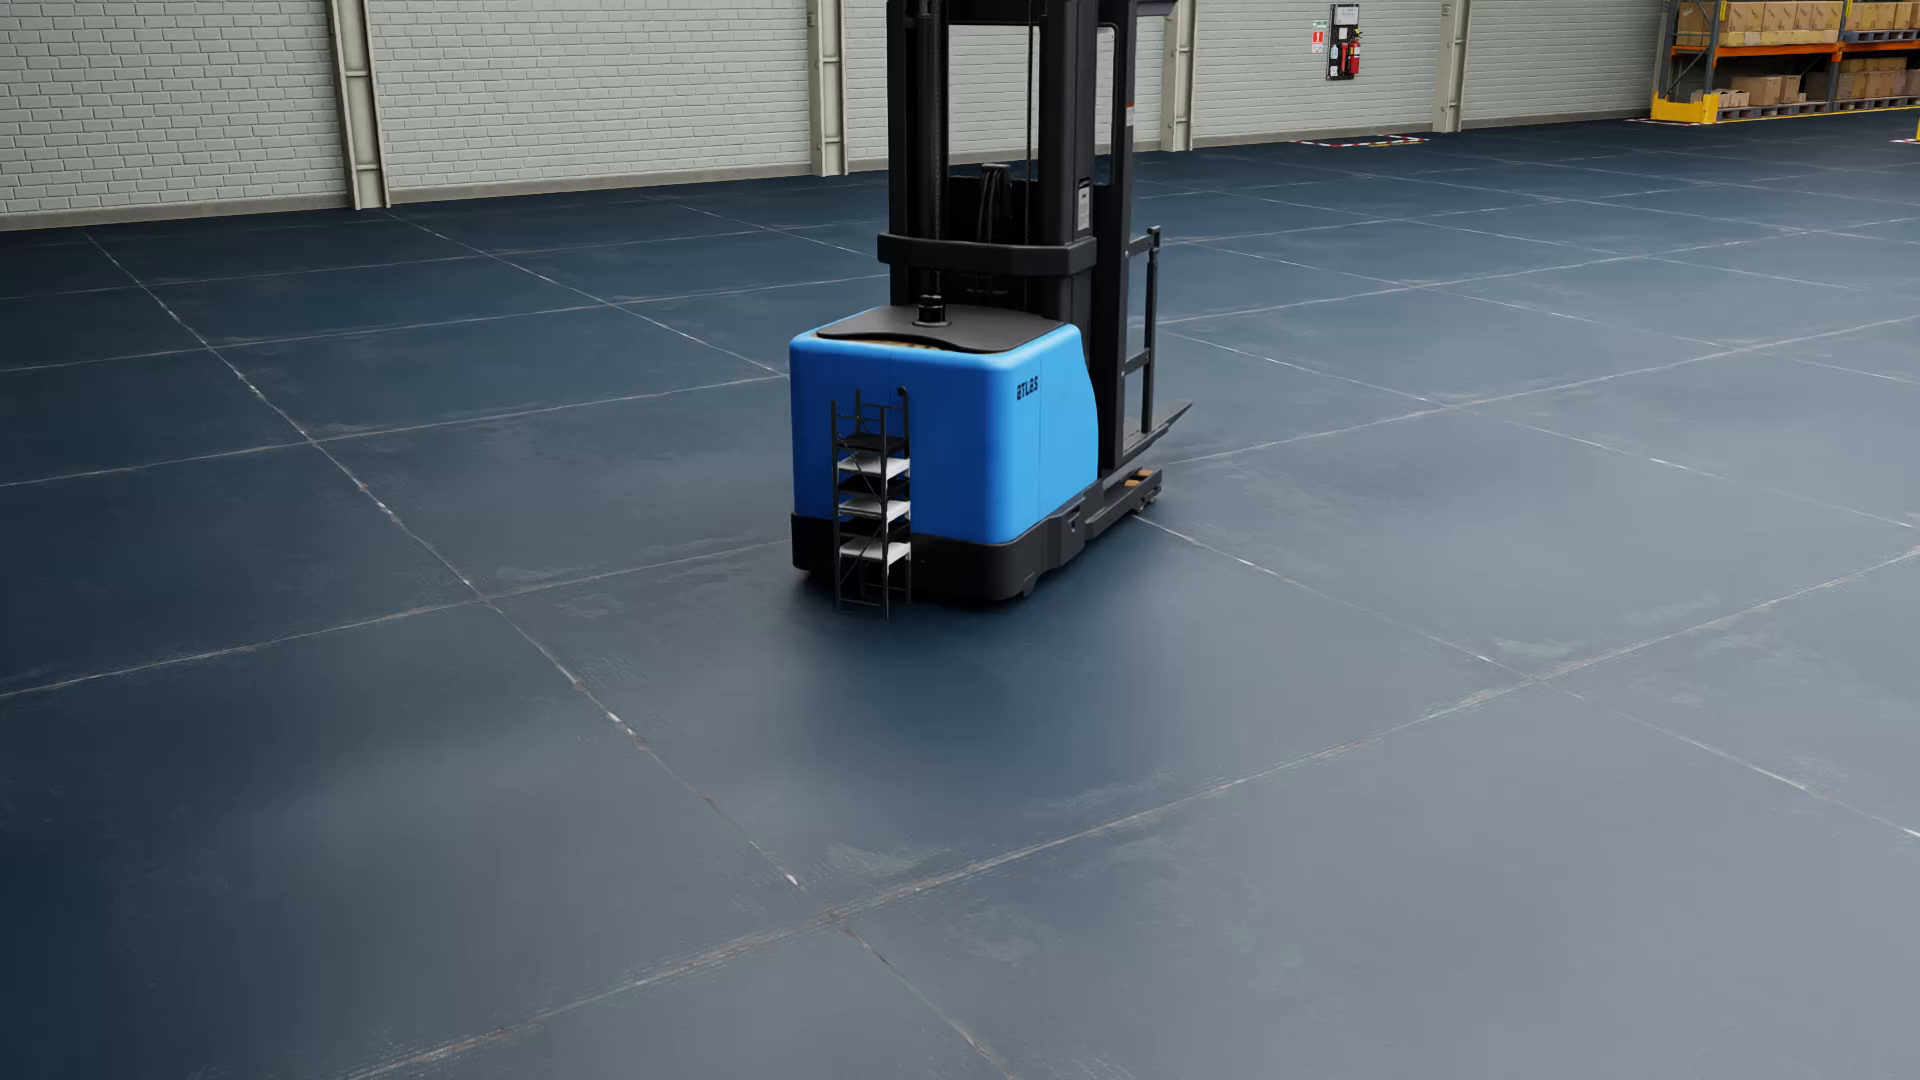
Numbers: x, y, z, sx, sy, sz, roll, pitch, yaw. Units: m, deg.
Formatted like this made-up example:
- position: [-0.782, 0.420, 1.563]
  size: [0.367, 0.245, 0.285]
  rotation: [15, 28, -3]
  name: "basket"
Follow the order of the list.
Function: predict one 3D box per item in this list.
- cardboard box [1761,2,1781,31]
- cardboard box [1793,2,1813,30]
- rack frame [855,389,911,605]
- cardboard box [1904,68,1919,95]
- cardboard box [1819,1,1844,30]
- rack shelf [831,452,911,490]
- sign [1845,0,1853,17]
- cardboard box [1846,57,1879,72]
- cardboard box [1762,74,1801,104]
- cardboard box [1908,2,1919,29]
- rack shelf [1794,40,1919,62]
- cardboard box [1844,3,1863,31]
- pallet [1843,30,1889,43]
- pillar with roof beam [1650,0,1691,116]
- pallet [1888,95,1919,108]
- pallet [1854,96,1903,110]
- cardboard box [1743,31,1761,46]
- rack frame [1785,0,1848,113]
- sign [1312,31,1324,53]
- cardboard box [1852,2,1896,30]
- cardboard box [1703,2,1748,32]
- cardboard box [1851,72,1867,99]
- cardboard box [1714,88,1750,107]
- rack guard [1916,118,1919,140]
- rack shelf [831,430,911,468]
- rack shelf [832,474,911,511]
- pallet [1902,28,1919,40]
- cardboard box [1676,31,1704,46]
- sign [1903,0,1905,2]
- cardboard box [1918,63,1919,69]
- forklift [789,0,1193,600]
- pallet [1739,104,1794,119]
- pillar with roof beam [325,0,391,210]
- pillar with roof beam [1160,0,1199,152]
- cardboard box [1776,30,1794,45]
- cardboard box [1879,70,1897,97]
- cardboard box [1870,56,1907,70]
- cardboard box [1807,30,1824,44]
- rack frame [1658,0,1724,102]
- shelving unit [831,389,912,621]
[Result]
- position: [14.608, -9.570, 30.401]
  size: [0.500, 0.500, 0.500]
  rotation: [-13, 22, -33]
  name: "cardboard box"
- position: [15.466, -9.756, 30.951]
  size: [0.500, 0.500, 0.500]
  rotation: [-13, 22, -33]
  name: "cardboard box"
- position: [-0.315, -0.172, 6.848]
  size: [0.240, 0.900, 0.006]
  rotation: [9, 21, 24]
  name: "rack frame"
- position: [19.300, -9.392, 34.057]
  size: [0.500, 0.500, 0.700]
  rotation: [-12, 22, -31]
  name: "cardboard box"
- position: [16.307, -9.931, 31.470]
  size: [0.500, 0.500, 0.500]
  rotation: [-12, 22, -32]
  name: "cardboard box"
- position: [-0.358, -0.281, 6.714]
  size: [0.258, 0.077, 0.200]
  rotation: [9, 21, 24]
  name: "rack shelf"
- position: [16.836, -10.070, 31.496]
  size: [0.005, 0.325, 0.100]
  rotation: [-12, 22, -31]
  name: "sign"
- position: [17.935, -9.488, 33.173]
  size: [0.500, 0.250, 0.500]
  rotation: [-13, 22, -33]
  name: "cardboard box"
- position: [15.687, -8.634, 31.817]
  size: [0.500, 0.500, 0.500]
  rotation: [-14, 23, -35]
  name: "cardboard box"
- position: [19.033, -10.573, 33.492]
  size: [0.500, 0.500, 0.700]
  rotation: [-14, 23, -36]
  name: "cardboard box"
- position: [18.202, -9.815, 33.217]
  size: [4.000, 0.370, 1.077]
  rotation: [-12, 22, -31]
  name: "rack shelf"
- position: [16.975, -10.140, 32.212]
  size: [0.500, 0.500, 0.700]
  rotation: [-12, 22, -31]
  name: "cardboard box"
- position: [17.250, -9.809, 32.374]
  size: [1.213, 0.211, 1.003]
  rotation: [-12, 22, -31]
  name: "pallet"
- position: [15.667, -11.144, 26.658]
  size: [0.400, 9.000, 9.100]
  rotation: [-12, 22, -31]
  name: "pillar with roof beam"
- position: [19.219, -9.050, 34.185]
  size: [1.213, 0.211, 1.003]
  rotation: [-12, 22, -31]
  name: "pallet"
- position: [18.201, -8.836, 33.553]
  size: [1.213, 0.211, 1.003]
  rotation: [-12, 22, -31]
  name: "pallet"
- position: [14.199, -9.134, 30.282]
  size: [0.500, 0.250, 0.500]
  rotation: [-13, 22, -33]
  name: "cardboard box"
- position: [16.531, -9.804, 32.060]
  size: [0.127, 3.000, 1.000]
  rotation: [-12, 22, -31]
  name: "rack frame"
- position: [5.685, -7.919, 26.429]
  size: [0.234, 0.329, 0.001]
  rotation: [-12, 22, -31]
  name: "sign"
- position: [17.979, -10.361, 32.865]
  size: [0.500, 0.500, 0.700]
  rotation: [-9, 21, -24]
  name: "cardboard box"
- position: [13.755, -9.397, 29.888]
  size: [0.500, 0.500, 0.500]
  rotation: [-12, 22, -31]
  name: "cardboard box"
- position: [17.541, -9.067, 33.095]
  size: [0.500, 0.500, 0.700]
  rotation: [-12, 22, -32]
  name: "cardboard box"
- position: [14.294, -8.232, 30.922]
  size: [0.500, 0.311, 0.500]
  rotation: [-10, 21, -27]
  name: "cardboard box"
- position: [15.898, -6.586, 26.446]
  size: [0.348, 0.500, 1.175]
  rotation: [-12, 22, -31]
  name: "rack guard"
- position: [-0.358, -0.367, 6.685]
  size: [0.258, 0.077, 0.200]
  rotation: [9, 21, 24]
  name: "rack shelf"
- position: [-0.358, -0.196, 6.743]
  size: [0.258, 0.077, 0.200]
  rotation: [9, 21, 24]
  name: "rack shelf"
- position: [19.336, -10.263, 33.719]
  size: [1.003, 0.211, 1.213]
  rotation: [-12, 22, -31]
  name: "pallet"
- position: [13.475, -9.172, 30.394]
  size: [0.500, 0.250, 0.500]
  rotation: [-12, 22, -31]
  name: "cardboard box"
- position: [19.564, -11.205, 34.396]
  size: [0.005, 0.325, 0.100]
  rotation: [-12, 22, -31]
  name: "sign"
- position: [20.558, -9.783, 34.700]
  size: [0.750, 0.750, 0.750]
  rotation: [-12, 22, -32]
  name: "cardboard box"
- position: [0.360, -1.572, 7.817]
  size: [1.130, 2.935, 3.031]
  rotation: [9, 21, 24]
  name: "forklift"
- position: [14.970, -8.139, 31.489]
  size: [1.213, 0.211, 1.003]
  rotation: [-12, 22, -31]
  name: "pallet"
- position: [-4.377, -6.917, 14.154]
  size: [0.400, 9.000, 9.100]
  rotation: [-12, 22, -31]
  name: "pillar with roof beam"
- position: [5.645, -9.031, 20.406]
  size: [0.400, 9.000, 9.100]
  rotation: [-12, 22, -31]
  name: "pillar with roof beam"
- position: [15.051, -9.310, 30.804]
  size: [0.500, 0.250, 0.500]
  rotation: [-12, 22, -31]
  name: "cardboard box"
- position: [18.406, -9.237, 33.600]
  size: [0.500, 0.500, 0.700]
  rotation: [-12, 22, -32]
  name: "cardboard box"
- position: [18.789, -9.663, 33.690]
  size: [0.500, 0.250, 0.500]
  rotation: [-11, 22, -30]
  name: "cardboard box"
- position: [15.882, -9.492, 31.341]
  size: [0.500, 0.250, 0.500]
  rotation: [-12, 22, -31]
  name: "cardboard box"
- position: [13.191, -9.099, 29.976]
  size: [0.127, 3.000, 1.000]
  rotation: [-12, 22, -31]
  name: "rack frame"
- position: [-0.358, -0.142, 6.761]
  size: [0.258, 0.900, 0.210]
  rotation: [9, 21, 24]
  name: "shelving unit"
